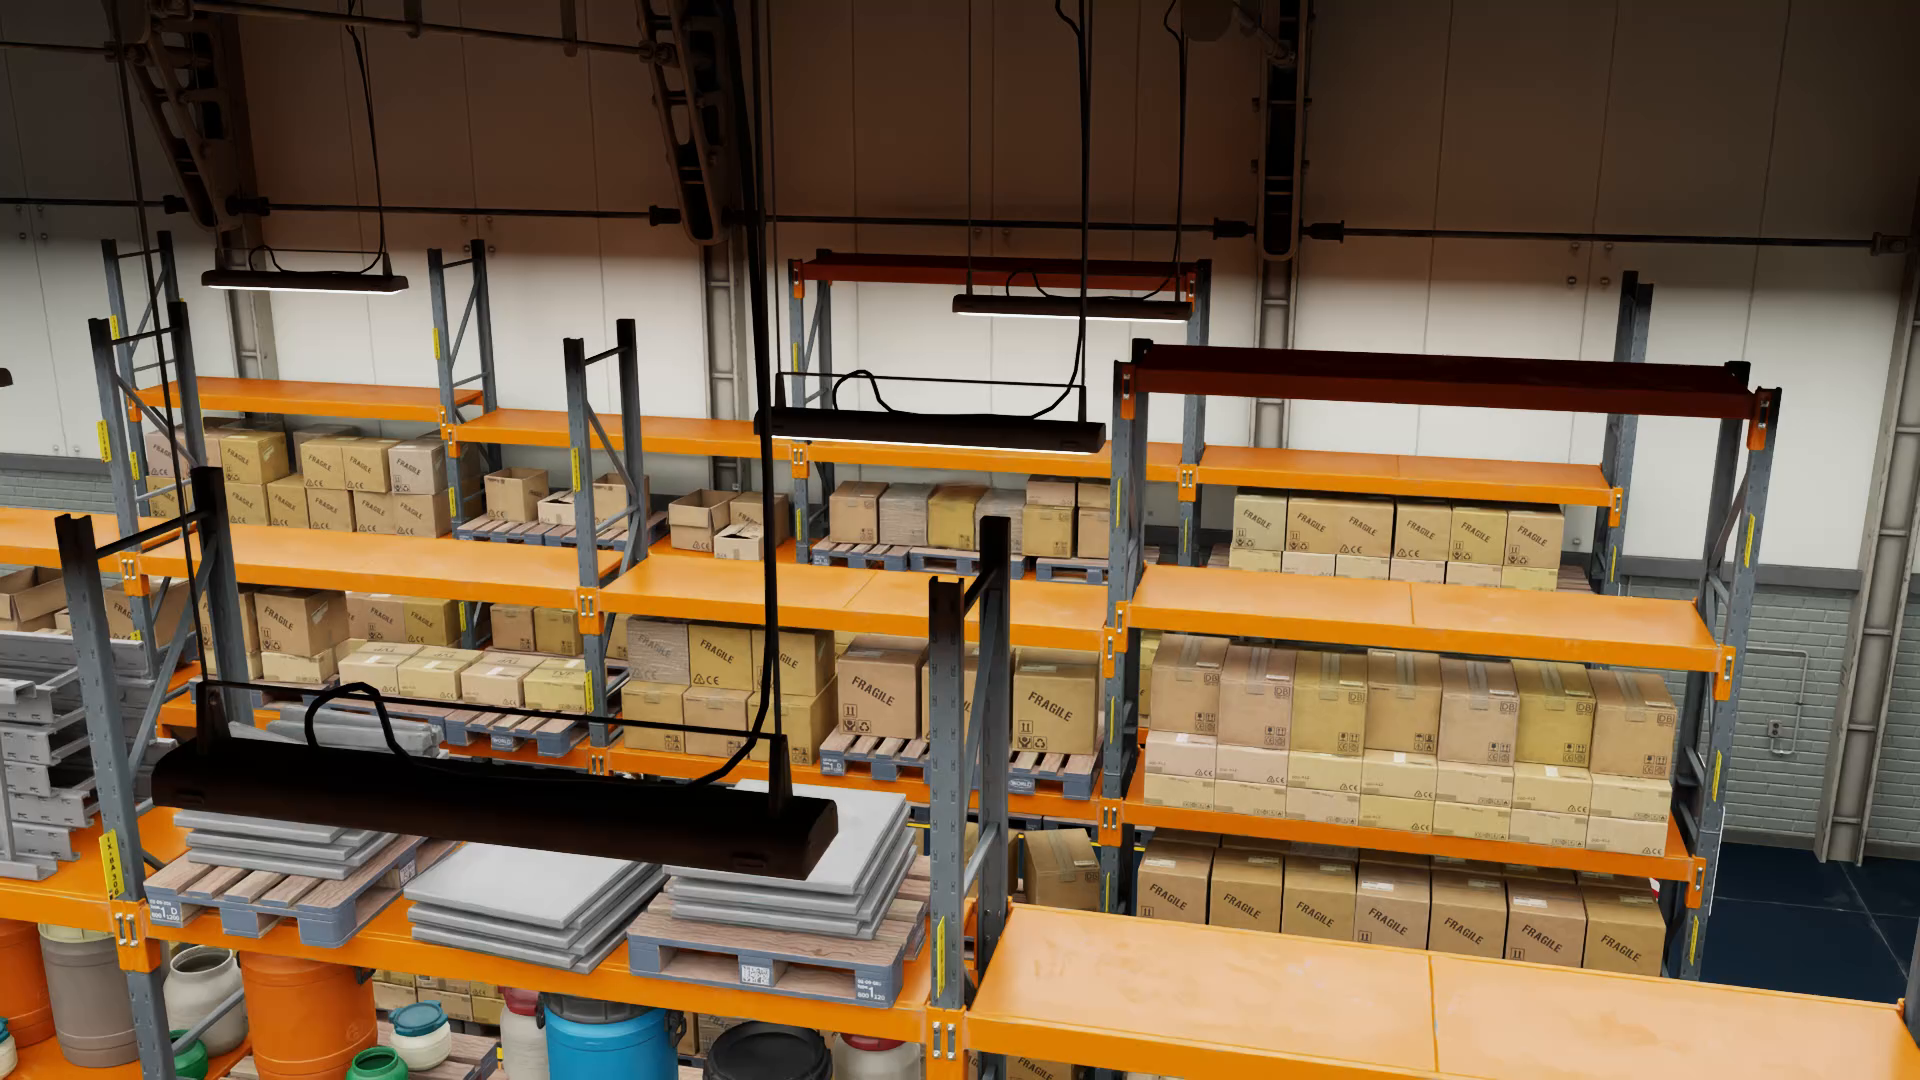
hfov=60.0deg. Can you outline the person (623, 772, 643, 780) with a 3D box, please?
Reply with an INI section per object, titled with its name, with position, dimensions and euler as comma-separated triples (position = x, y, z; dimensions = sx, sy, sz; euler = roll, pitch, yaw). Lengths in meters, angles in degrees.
[person]
position = -3.104, 2.791, 15.655
dimensions = 0.572, 1.771, 0.617
euler = 7, 18, 22
